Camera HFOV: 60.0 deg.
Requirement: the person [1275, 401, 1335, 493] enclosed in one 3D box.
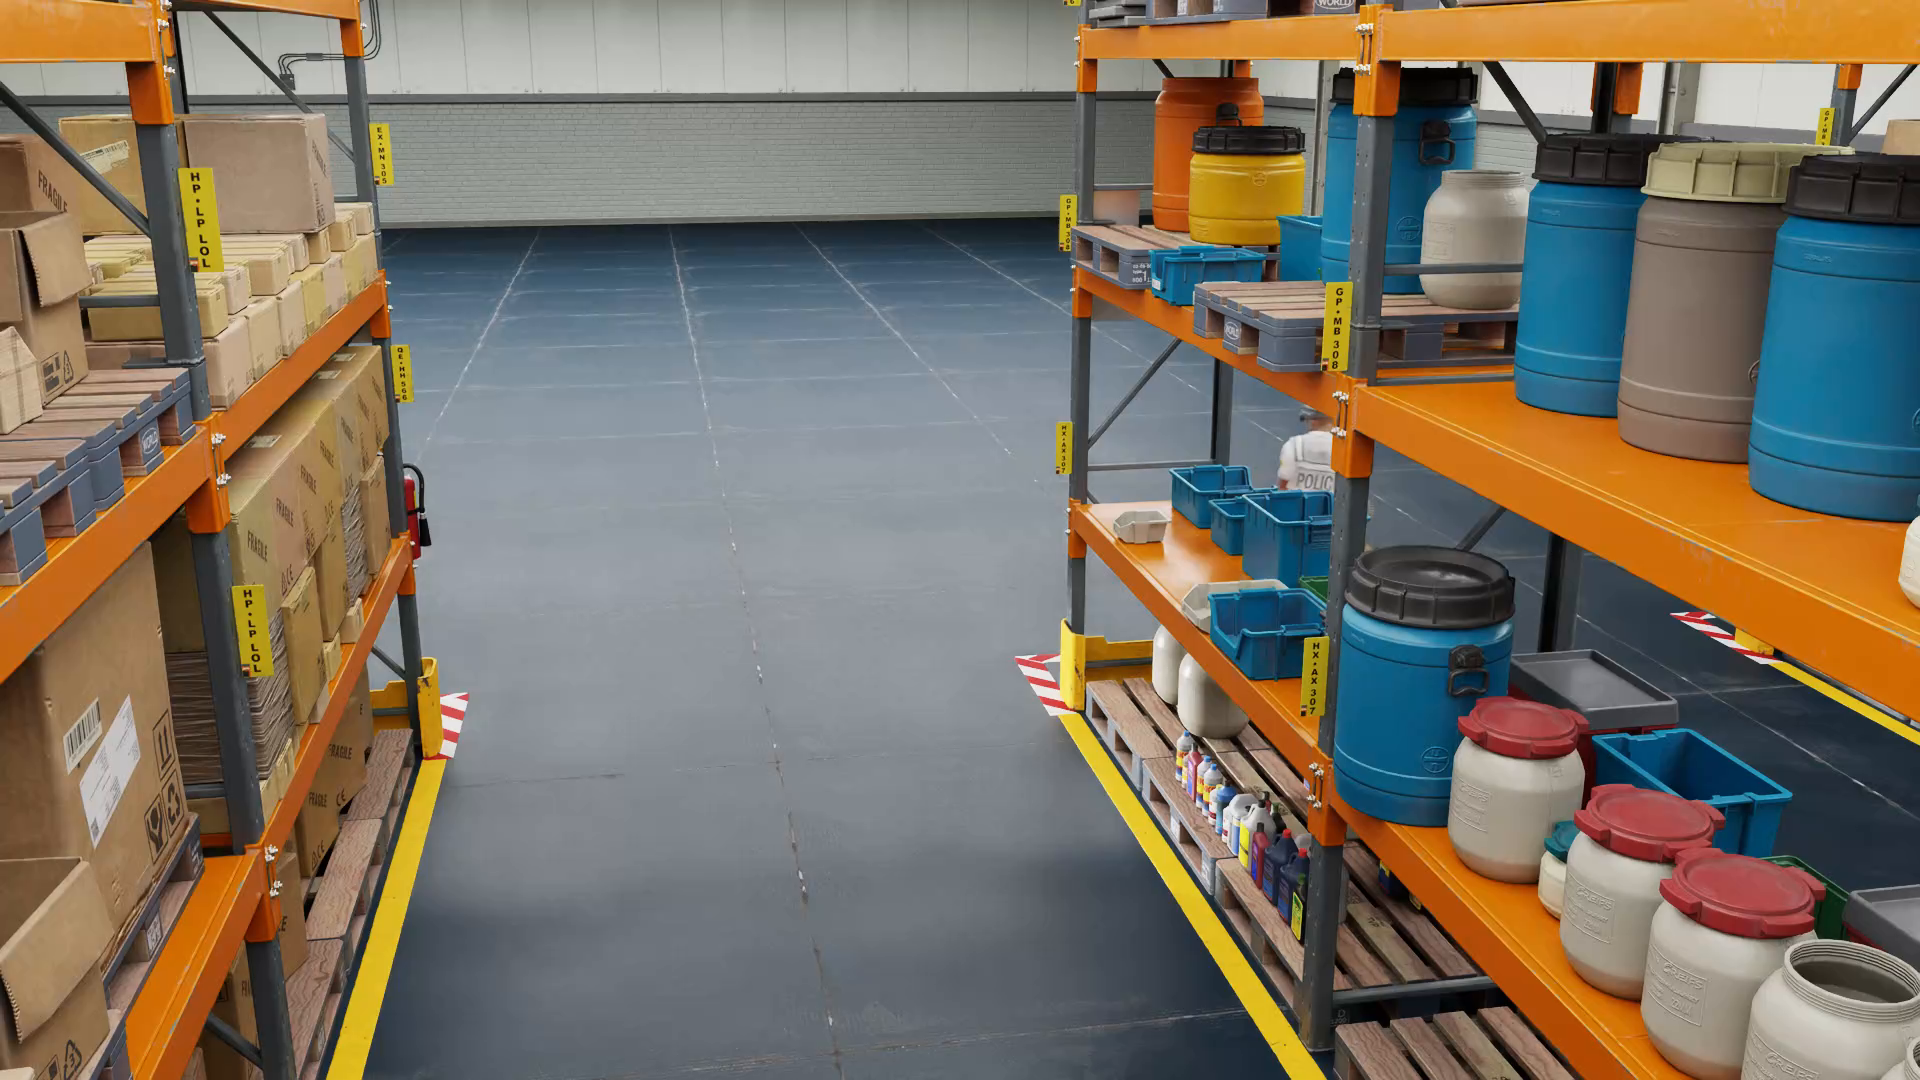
[{"bbox_3d":[2.436,-0.118,11.357,0.641,1.750,0.413,0,16,2],"label":"person"}]
